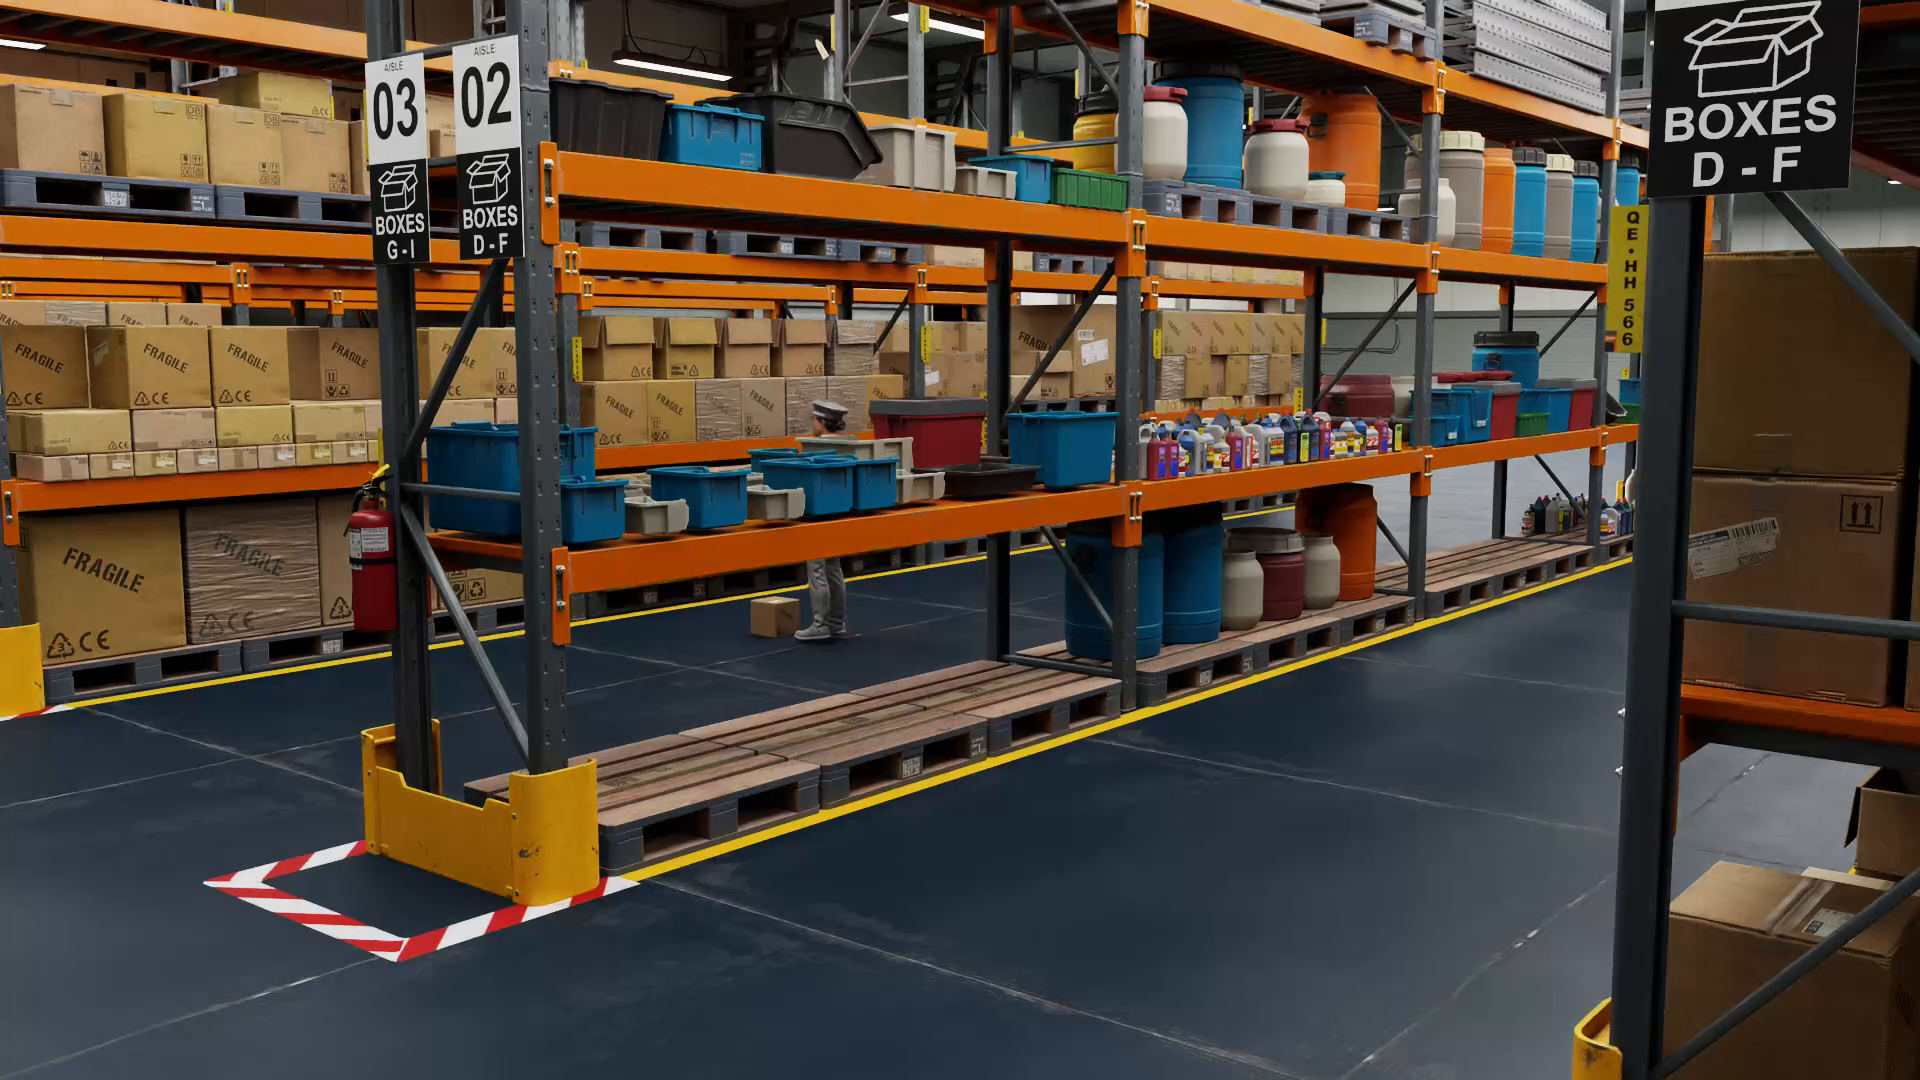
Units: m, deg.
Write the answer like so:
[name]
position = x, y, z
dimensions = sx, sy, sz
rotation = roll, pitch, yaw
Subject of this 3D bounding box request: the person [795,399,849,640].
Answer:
[person]
position = -0.967, -0.132, 11.637
dimensions = 0.384, 1.709, 0.490
rotation = 4, 8, 33
